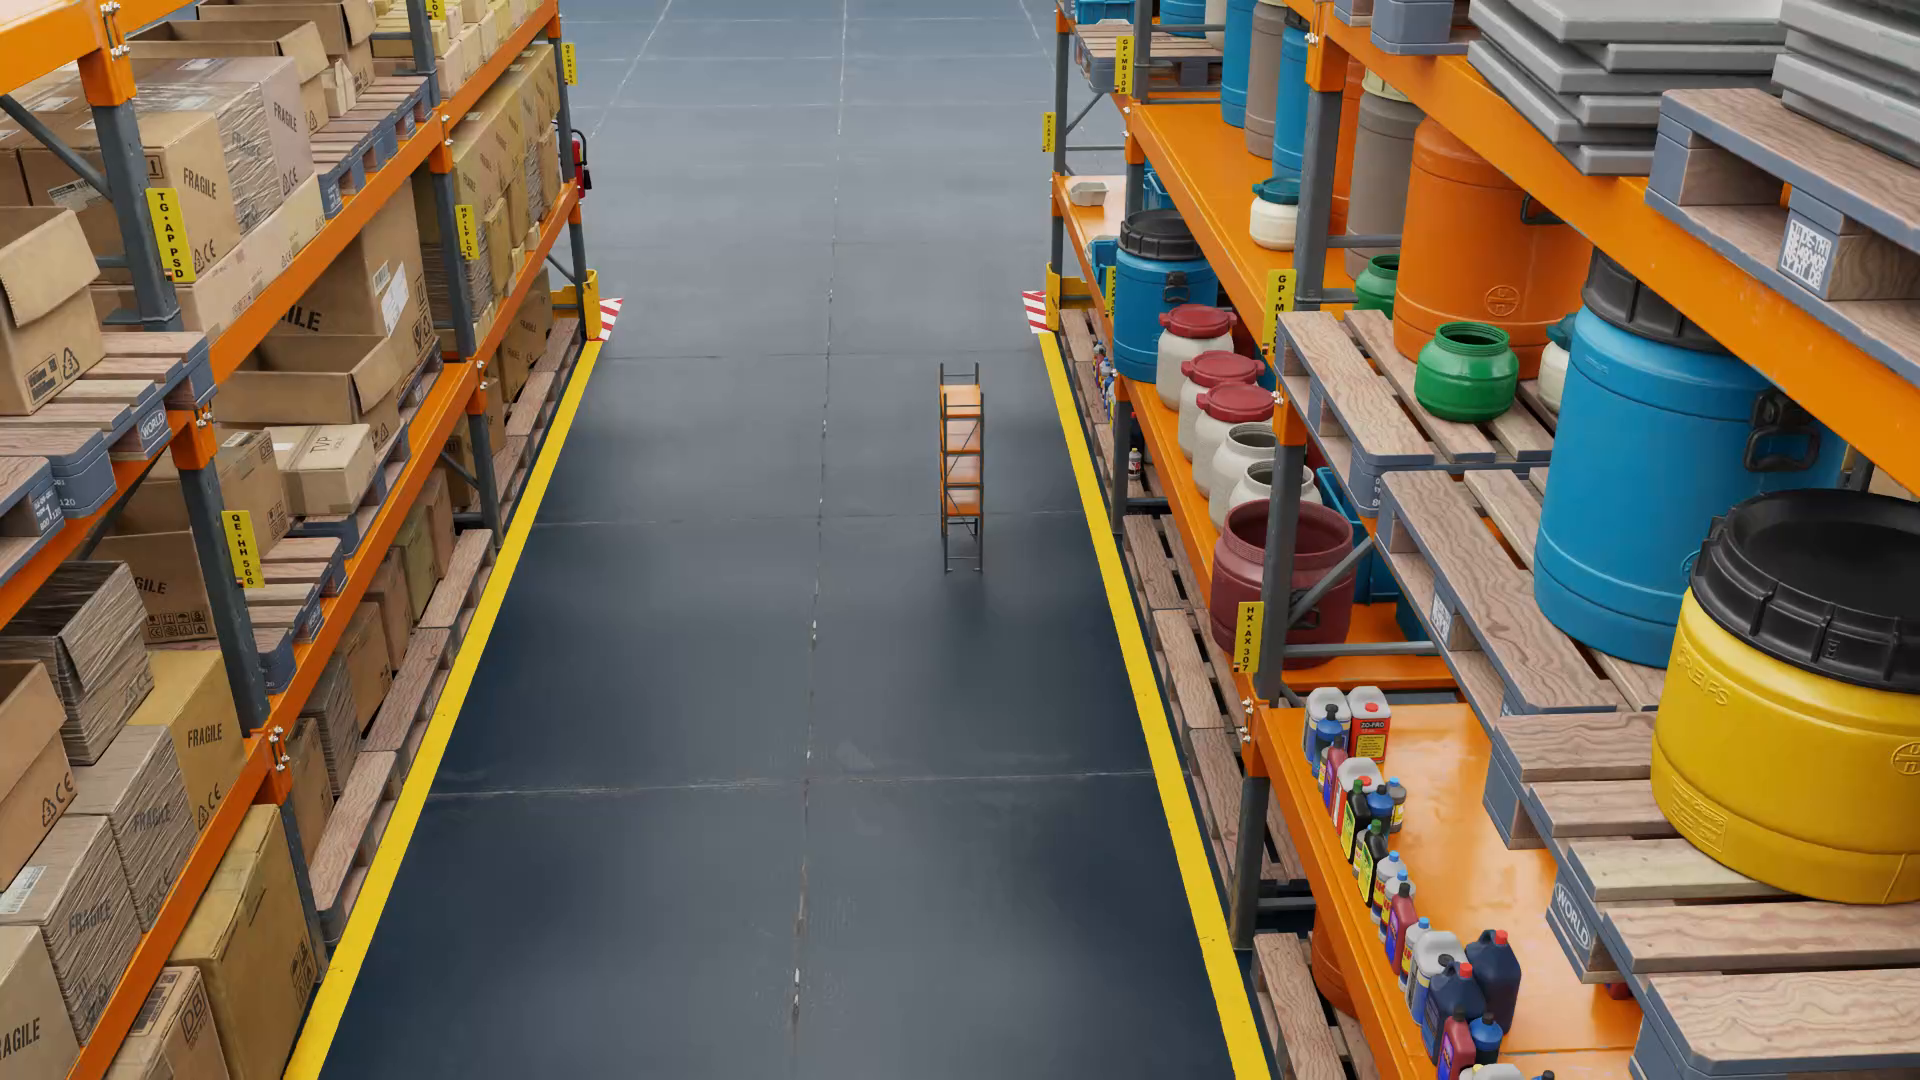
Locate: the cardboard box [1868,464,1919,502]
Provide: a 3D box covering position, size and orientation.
[{"bbox_3d":[6.213,-0.294,10.651,0.500,0.250,0.500,-2,28,-4],"label":"cardboard box"}]

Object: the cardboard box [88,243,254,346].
[{"bbox_3d":[-3.015,-0.921,6.253,0.500,0.250,0.500,-1,28,-2],"label":"cardboard box"}]

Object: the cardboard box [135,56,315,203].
[{"bbox_3d":[-3.069,-1.720,6.974,0.500,0.500,0.500,-2,28,-4],"label":"cardboard box"}]

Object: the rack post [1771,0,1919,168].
[{"bbox_3d":[1.897,-0.723,2.549,0.937,0.300,0.954,-2,28,-4],"label":"rack post"}]

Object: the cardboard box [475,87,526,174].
[{"bbox_3d":[-3.314,-2.807,11.440,0.500,0.500,0.500,-1,28,-3],"label":"cardboard box"}]

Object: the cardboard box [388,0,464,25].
[{"bbox_3d":[-3.294,-3.239,10.266,0.380,0.149,0.250,-1,28,-1],"label":"cardboard box"}]

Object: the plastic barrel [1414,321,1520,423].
[{"bbox_3d":[1.527,-0.506,5.009,0.294,0.245,0.294,0,28,0],"label":"plastic barrel"}]

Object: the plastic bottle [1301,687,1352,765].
[{"bbox_3d":[1.401,0.709,6.344,0.152,0.276,0.135,-1,28,-3],"label":"plastic bottle"}]

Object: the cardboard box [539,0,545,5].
[{"bbox_3d":[-3.384,-4.176,12.493,0.500,0.250,0.500,-1,28,-1],"label":"cardboard box"}]

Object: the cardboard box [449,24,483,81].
[{"bbox_3d":[-3.254,-3.003,10.245,0.500,0.250,0.500,-2,28,-3],"label":"cardboard box"}]

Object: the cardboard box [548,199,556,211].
[{"bbox_3d":[-3.365,-2.661,12.942,0.380,0.149,0.250,-1,28,-3],"label":"cardboard box"}]

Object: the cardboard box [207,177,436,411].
[{"bbox_3d":[-3.552,-1.363,9.080,1.000,1.000,1.000,-1,28,-2],"label":"cardboard box"}]

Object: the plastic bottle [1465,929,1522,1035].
[{"bbox_3d":[1.623,1.324,5.083,0.144,0.351,0.185,-1,28,-3],"label":"plastic bottle"}]

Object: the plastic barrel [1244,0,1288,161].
[{"bbox_3d":[1.770,-2.422,8.426,0.600,0.901,0.600,0,28,0],"label":"plastic barrel"}]

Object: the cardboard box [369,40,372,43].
[{"bbox_3d":[-3.682,-2.990,9.790,0.380,0.149,0.250,-1,28,-2],"label":"cardboard box"}]

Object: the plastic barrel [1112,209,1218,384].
[{"bbox_3d":[1.210,-1.438,9.783,0.600,0.901,0.708,-1,28,-3],"label":"plastic barrel"}]

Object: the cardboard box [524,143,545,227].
[{"bbox_3d":[-3.533,-2.590,12.105,0.875,0.500,0.500,-1,28,-3],"label":"cardboard box"}]

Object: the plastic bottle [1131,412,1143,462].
[{"bbox_3d":[1.171,-0.712,11.323,0.144,0.351,0.185,-2,28,-4],"label":"plastic bottle"}]

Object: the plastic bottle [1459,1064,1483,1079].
[{"bbox_3d":[1.469,1.584,4.747,0.097,0.201,0.097,0,28,0],"label":"plastic bottle"}]

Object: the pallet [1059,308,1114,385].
[{"bbox_3d":[1.372,-1.603,13.657,1.003,0.211,1.213,-1,28,-3],"label":"pallet"}]

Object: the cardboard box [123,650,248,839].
[{"bbox_3d":[-2.972,0.743,6.035,0.500,0.500,0.500,-1,28,-1],"label":"cardboard box"}]

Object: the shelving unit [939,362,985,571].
[{"bbox_3d":[0.009,-0.456,10.388,0.258,1.200,0.503,-1,28,-3],"label":"shelving unit"}]

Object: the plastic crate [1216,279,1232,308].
[{"bbox_3d":[1.592,-1.618,10.739,0.767,0.338,0.504,-1,28,-3],"label":"plastic crate"}]

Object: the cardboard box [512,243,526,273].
[{"bbox_3d":[-3.256,-1.969,11.615,0.380,0.149,0.250,-1,28,-3],"label":"cardboard box"}]

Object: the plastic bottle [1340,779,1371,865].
[{"bbox_3d":[1.387,0.982,5.811,0.061,0.283,0.133,-1,28,-3],"label":"plastic bottle"}]

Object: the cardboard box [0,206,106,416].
[{"bbox_3d":[-3.141,-0.716,5.132,0.797,0.503,0.637,0,28,0],"label":"cardboard box"}]

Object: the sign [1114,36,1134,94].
[{"bbox_3d":[0.942,-2.727,9.543,0.100,0.325,0.005,-1,28,-3],"label":"sign"}]

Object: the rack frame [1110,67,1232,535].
[{"bbox_3d":[1.492,-1.401,10.255,1.000,3.000,0.127,-1,28,-3],"label":"rack frame"}]

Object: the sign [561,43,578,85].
[{"bbox_3d":[-3.107,-3.786,13.234,0.100,0.325,0.005,-1,28,-3],"label":"sign"}]

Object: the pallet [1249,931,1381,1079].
[{"bbox_3d":[1.784,2.046,6.662,1.003,0.211,1.213,-1,28,-3],"label":"pallet"}]

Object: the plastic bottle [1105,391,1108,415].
[{"bbox_3d":[1.106,-1.013,12.060,0.097,0.201,0.097,0,28,0],"label":"plastic bottle"}]

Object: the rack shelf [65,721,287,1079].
[{"bbox_3d":[-3.141,1.808,4.879,1.077,0.370,4.000,-1,28,-3],"label":"rack shelf"}]

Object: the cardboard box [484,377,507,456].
[{"bbox_3d":[-3.472,-0.809,11.369,0.500,0.500,0.500,7,28,14],"label":"cardboard box"}]

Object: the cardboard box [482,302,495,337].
[{"bbox_3d":[-3.165,-1.392,10.510,0.380,0.149,0.250,-1,28,-3],"label":"cardboard box"}]

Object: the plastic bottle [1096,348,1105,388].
[{"bbox_3d":[1.061,-1.289,12.502,0.061,0.283,0.133,-1,28,-2],"label":"plastic bottle"}]

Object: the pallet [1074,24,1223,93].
[{"bbox_3d":[1.357,-2.978,10.239,1.213,0.211,1.003,-1,28,-3],"label":"pallet"}]

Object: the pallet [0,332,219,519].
[{"bbox_3d":[-3.158,-0.384,5.266,1.213,0.211,1.003,0,28,0],"label":"pallet"}]

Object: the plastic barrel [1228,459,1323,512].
[{"bbox_3d":[1.434,-0.073,7.588,0.421,0.512,0.421,0,28,0],"label":"plastic barrel"}]

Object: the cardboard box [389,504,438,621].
[{"bbox_3d":[-3.437,0.137,9.534,0.700,0.500,0.500,-2,28,-3],"label":"cardboard box"}]

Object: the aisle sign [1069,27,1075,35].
[{"bbox_3d":[0.987,-4.427,13.246,0.394,0.787,0.004,-1,28,-3],"label":"aisle sign"}]

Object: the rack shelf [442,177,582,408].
[{"bbox_3d":[-3.558,-1.886,11.963,1.077,0.370,4.000,-1,28,-3],"label":"rack shelf"}]

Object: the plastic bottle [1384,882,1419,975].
[{"bbox_3d":[1.416,1.240,5.317,0.061,0.283,0.133,-1,28,-3],"label":"plastic bottle"}]

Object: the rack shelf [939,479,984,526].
[{"bbox_3d":[0.009,-0.220,10.511,0.258,0.148,0.480,-1,28,-3],"label":"rack shelf"}]

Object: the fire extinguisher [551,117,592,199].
[{"bbox_3d":[-3.208,-3.158,13.708,0.296,0.674,0.183,-1,28,-3],"label":"fire extinguisher"}]

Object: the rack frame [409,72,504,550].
[{"bbox_3d":[-3.454,-1.281,10.026,1.000,3.000,0.127,-1,28,-3],"label":"rack frame"}]

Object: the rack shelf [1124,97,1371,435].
[{"bbox_3d":[1.597,-1.488,7.957,1.077,0.370,4.000,-1,28,-3],"label":"rack shelf"}]

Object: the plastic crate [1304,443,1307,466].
[{"bbox_3d":[1.865,-0.510,8.775,0.450,0.188,0.662,-1,28,-3],"label":"plastic crate"}]

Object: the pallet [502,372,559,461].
[{"bbox_3d":[-3.591,-0.919,12.346,1.003,0.211,1.213,-1,28,-3],"label":"pallet"}]

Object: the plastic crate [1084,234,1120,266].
[{"bbox_3d":[1.155,-2.028,11.742,0.530,0.136,0.437,-1,28,-3],"label":"plastic crate"}]
